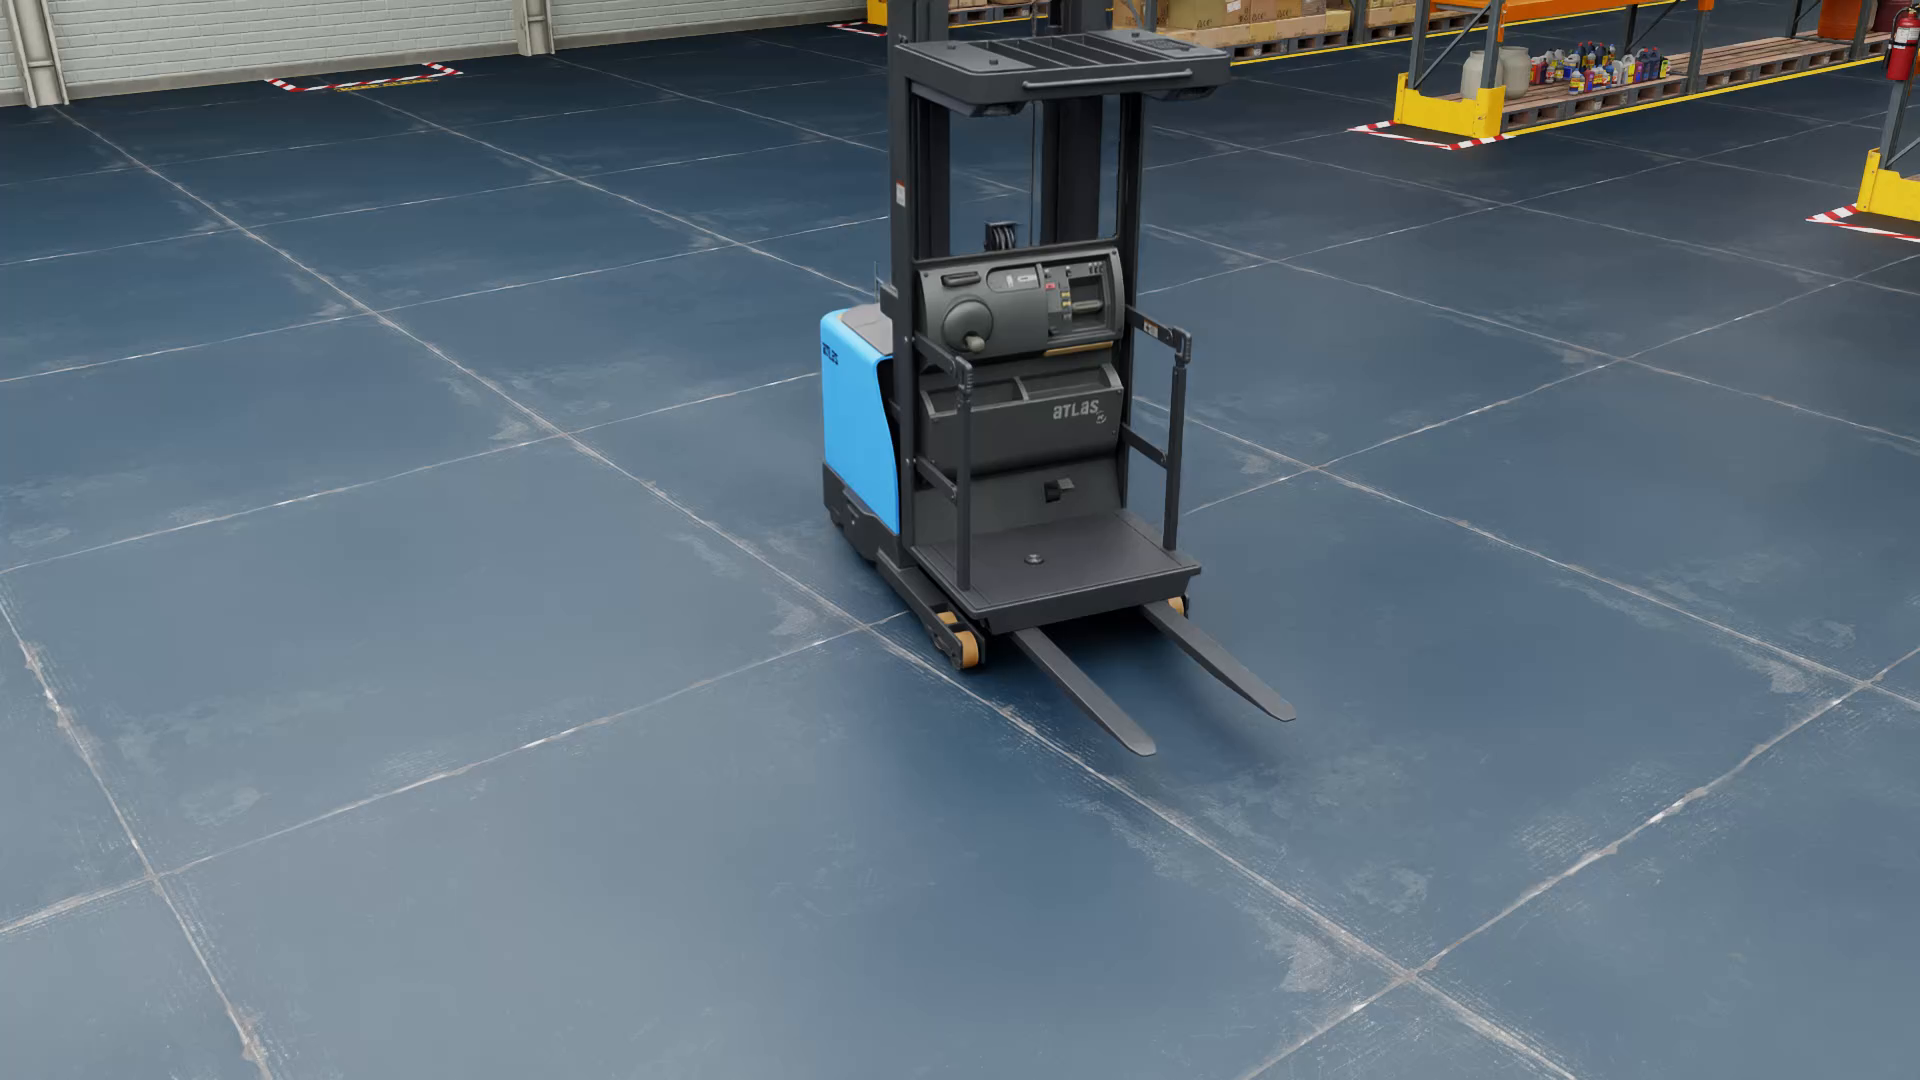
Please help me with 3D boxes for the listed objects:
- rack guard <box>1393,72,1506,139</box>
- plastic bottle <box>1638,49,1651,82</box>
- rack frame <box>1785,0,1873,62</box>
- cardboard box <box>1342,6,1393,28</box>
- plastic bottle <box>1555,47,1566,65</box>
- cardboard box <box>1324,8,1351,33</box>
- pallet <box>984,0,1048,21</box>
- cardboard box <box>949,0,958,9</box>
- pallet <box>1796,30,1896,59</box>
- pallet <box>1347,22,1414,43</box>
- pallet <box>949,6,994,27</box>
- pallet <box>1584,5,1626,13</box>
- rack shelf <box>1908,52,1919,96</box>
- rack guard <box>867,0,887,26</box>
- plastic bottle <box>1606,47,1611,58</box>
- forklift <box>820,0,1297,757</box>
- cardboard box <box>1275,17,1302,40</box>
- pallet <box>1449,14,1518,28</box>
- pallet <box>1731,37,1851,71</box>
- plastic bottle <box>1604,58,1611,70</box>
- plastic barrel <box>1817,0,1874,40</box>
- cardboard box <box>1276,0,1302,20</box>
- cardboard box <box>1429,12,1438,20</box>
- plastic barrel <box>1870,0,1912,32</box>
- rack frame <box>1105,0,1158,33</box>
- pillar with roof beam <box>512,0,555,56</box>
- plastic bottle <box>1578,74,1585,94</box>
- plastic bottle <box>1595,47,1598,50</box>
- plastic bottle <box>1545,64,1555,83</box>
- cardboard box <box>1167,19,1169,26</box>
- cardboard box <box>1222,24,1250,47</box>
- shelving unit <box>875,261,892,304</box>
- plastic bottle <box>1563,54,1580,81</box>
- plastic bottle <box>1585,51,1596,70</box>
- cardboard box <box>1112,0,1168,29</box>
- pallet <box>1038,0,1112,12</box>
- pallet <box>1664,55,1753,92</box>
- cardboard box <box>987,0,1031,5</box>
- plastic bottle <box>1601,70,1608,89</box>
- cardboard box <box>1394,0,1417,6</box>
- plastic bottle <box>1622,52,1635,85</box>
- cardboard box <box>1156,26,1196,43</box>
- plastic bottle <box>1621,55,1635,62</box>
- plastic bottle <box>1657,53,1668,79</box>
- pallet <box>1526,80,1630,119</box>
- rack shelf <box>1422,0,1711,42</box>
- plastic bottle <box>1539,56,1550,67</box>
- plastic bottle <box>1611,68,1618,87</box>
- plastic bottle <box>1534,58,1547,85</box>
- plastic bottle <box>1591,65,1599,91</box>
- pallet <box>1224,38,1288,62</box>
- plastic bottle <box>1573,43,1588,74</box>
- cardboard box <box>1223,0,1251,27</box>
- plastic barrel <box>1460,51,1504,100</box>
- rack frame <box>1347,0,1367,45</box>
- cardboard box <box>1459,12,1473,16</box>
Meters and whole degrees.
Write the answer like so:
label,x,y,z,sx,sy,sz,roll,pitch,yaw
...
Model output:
label,x,y,z,sx,sy,sz,roll,pitch,yaw
rack guard,5.162,-4.605,17.580,0.348,0.500,1.175,-18,31,-34
plastic bottle,7.799,-5.428,19.008,0.185,0.351,0.144,-20,32,-37
rack frame,11.427,-7.782,21.455,0.127,3.000,1.000,-18,31,-34
cardboard box,5.696,-7.351,23.293,0.500,0.250,0.500,-19,31,-35
plastic bottle,6.905,-5.509,19.182,0.185,0.351,0.144,-19,31,-34
cardboard box,4.995,-7.135,22.829,0.500,0.250,0.500,-18,31,-34
pallet,0.698,-8.255,25.787,1.213,0.211,1.003,-18,31,-34
cardboard box,-0.382,-8.116,24.845,0.500,0.311,0.500,-23,33,-40
pallet,12.021,-6.736,22.513,1.213,0.211,1.003,-18,31,-34
pallet,5.781,-7.324,23.781,1.213,0.211,1.003,-18,31,-34
pallet,-0.261,-7.940,25.108,1.213,0.211,1.003,-18,31,-34
pallet,9.943,-8.656,26.650,1.213,0.211,1.003,-18,31,-34
rack shelf,9.761,-4.256,14.713,4.000,0.370,1.077,-18,31,-34
rack guard,-0.922,-7.872,24.618,0.348,0.500,1.175,-18,31,-34
plastic bottle,7.586,-5.645,19.554,0.133,0.283,0.061,-18,31,-34
forklift,0.360,-0.984,6.888,1.130,2.935,3.031,-10,27,-21
cardboard box,4.211,-6.874,22.266,0.500,0.250,0.500,-18,31,-34
pallet,7.701,-7.958,25.147,1.213,0.211,1.003,-18,31,-34
pallet,10.793,-6.329,21.636,1.213,0.211,1.003,-18,31,-34
plastic bottle,7.348,-5.308,18.829,0.133,0.283,0.061,-18,31,-34
plastic barrel,11.801,-7.121,22.109,0.708,0.830,0.600,-18,31,-34
cardboard box,4.204,-7.218,22.117,0.500,0.500,0.500,-18,31,-34
cardboard box,6.505,-7.619,23.870,0.500,0.250,0.500,-19,31,-36
plastic barrel,12.690,-7.305,22.792,0.708,0.588,0.600,-18,31,-34
rack frame,2.078,-7.346,20.515,0.127,3.000,1.000,-18,31,-34
pillar with roof beam,-3.030,-9.191,17.364,0.400,9.000,9.100,-18,31,-34
plastic bottle,6.832,-5.029,18.324,0.097,0.201,0.097,0,25,0
plastic bottle,7.520,-5.677,19.631,0.135,0.276,0.152,-17,30,-32
plastic bottle,6.722,-5.313,18.935,0.097,0.201,0.097,0,25,0
cardboard box,2.703,-6.660,21.805,0.500,0.250,0.500,-18,31,-34
cardboard box,3.422,-6.616,21.709,0.500,0.250,0.500,-18,31,-34
shelving unit,-0.298,-0.842,8.637,0.189,1.200,0.258,-10,27,-21
plastic bottle,7.016,-5.433,19.106,0.135,0.276,0.152,-18,31,-34
plastic bottle,7.348,-5.555,19.375,0.097,0.271,0.097,0,25,0
cardboard box,2.316,-6.867,21.360,0.500,0.500,0.500,-18,31,-34
pallet,1.659,-8.574,26.474,1.213,0.211,1.003,-18,31,-34
pallet,8.873,-5.695,20.270,1.213,0.211,1.003,-18,31,-34
cardboard box,0.675,-8.524,25.499,0.500,0.500,0.700,-21,32,-37
plastic bottle,7.177,-5.143,18.569,0.097,0.201,0.097,0,25,0
cardboard box,6.101,-7.736,23.456,0.500,0.311,0.500,-19,31,-35
plastic bottle,7.545,-5.345,18.827,0.185,0.351,0.144,-18,31,-34
cardboard box,2.637,-6.355,21.147,0.500,0.250,0.500,-18,31,-34
plastic bottle,7.688,-5.437,19.115,0.135,0.276,0.152,-18,31,-34
plastic bottle,8.104,-5.476,19.191,0.133,0.283,0.061,-17,30,-32
pallet,6.764,-4.999,18.770,1.213,0.211,1.003,-18,31,-34
rack shelf,6.705,-5.897,18.248,4.000,0.370,1.077,-18,31,-34
plastic bottle,6.630,-5.383,18.998,0.135,0.276,0.152,-19,31,-35
plastic bottle,7.339,-5.196,18.684,0.097,0.201,0.097,0,25,0
plastic bottle,6.587,-5.315,18.843,0.133,0.283,0.061,-18,31,-34
plastic bottle,7.020,-5.123,18.443,0.097,0.271,0.097,0,25,0
pallet,3.613,-6.609,22.239,1.213,0.211,1.003,-18,31,-34
plastic bottle,7.239,-5.620,19.420,0.185,0.351,0.144,-20,31,-36
cardboard box,3.415,-6.960,21.559,0.500,0.500,0.500,-18,31,-34
plastic barrel,5.602,-4.962,17.836,0.421,0.512,0.421,0,25,0
rack frame,5.225,-8.385,22.754,0.127,3.000,1.000,-18,31,-34
cardboard box,7.309,-7.885,24.444,0.500,0.250,0.500,-17,30,-33
